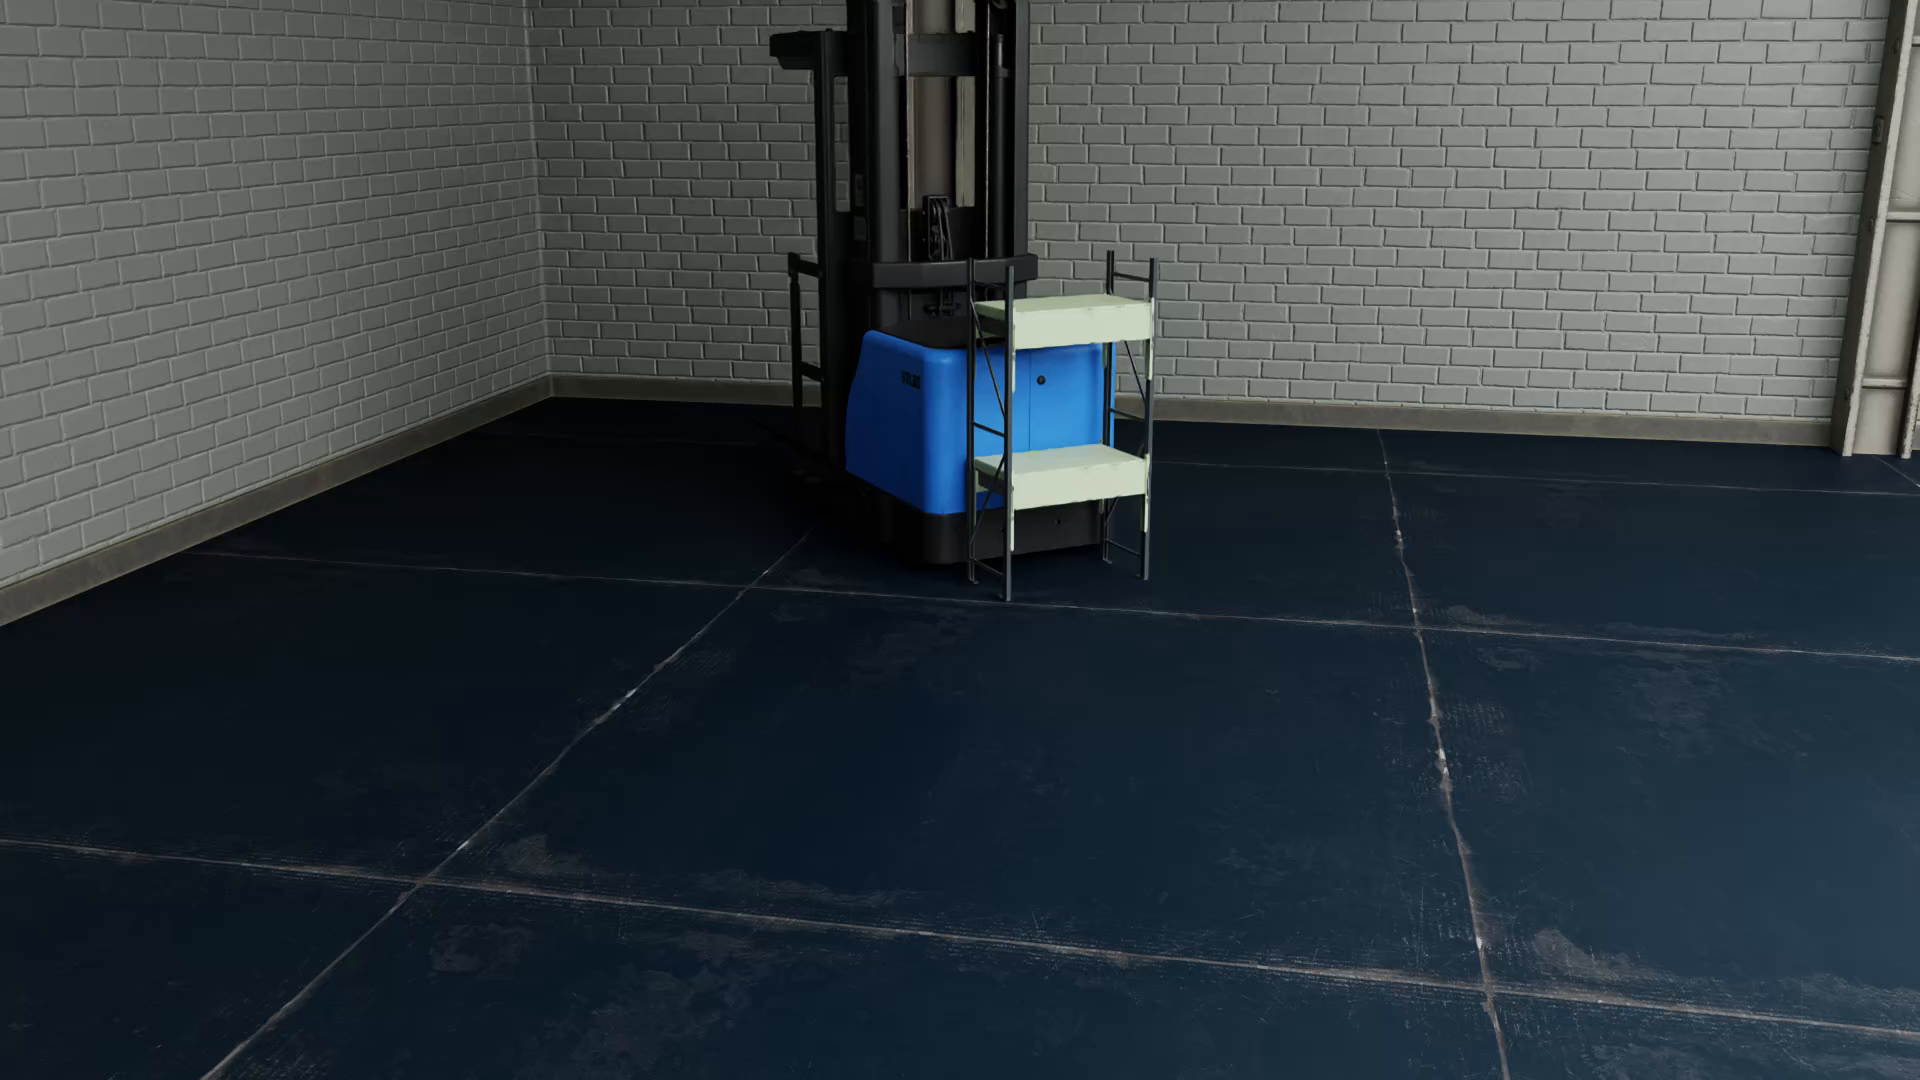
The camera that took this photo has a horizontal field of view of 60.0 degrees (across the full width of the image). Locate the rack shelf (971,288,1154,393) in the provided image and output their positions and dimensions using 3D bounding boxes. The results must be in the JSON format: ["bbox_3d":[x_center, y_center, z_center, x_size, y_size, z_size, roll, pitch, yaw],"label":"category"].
[{"bbox_3d":[0.456,-0.911,7.509,0.720,0.370,0.431,-8,17,-26],"label":"rack shelf"}]

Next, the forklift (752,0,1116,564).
[{"bbox_3d":[-0.335,-1.643,8.931,1.130,2.935,3.031,-7,17,-25],"label":"forklift"}]

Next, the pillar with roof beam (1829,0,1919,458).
[{"bbox_3d":[4.880,-3.768,5.236,0.400,9.000,9.100,3,16,11],"label":"pillar with roof beam"}]

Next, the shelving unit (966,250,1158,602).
[{"bbox_3d":[0.456,-0.535,7.613,0.755,1.500,0.431,-8,17,-26],"label":"shelving unit"}]

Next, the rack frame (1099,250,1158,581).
[{"bbox_3d":[0.783,-0.579,7.772,0.023,1.500,0.400,-8,17,-26],"label":"rack frame"}]

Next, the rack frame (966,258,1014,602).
[{"bbox_3d":[0.129,-0.491,7.454,0.023,1.500,0.400,-8,17,-26],"label":"rack frame"}]

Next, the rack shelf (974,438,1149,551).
[{"bbox_3d":[0.456,-0.221,7.700,0.720,0.370,0.431,-8,17,-26],"label":"rack shelf"}]

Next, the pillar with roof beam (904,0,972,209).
[{"bbox_3d":[-1.000,-4.087,6.388,0.400,9.000,9.100,3,16,11],"label":"pillar with roof beam"}]
